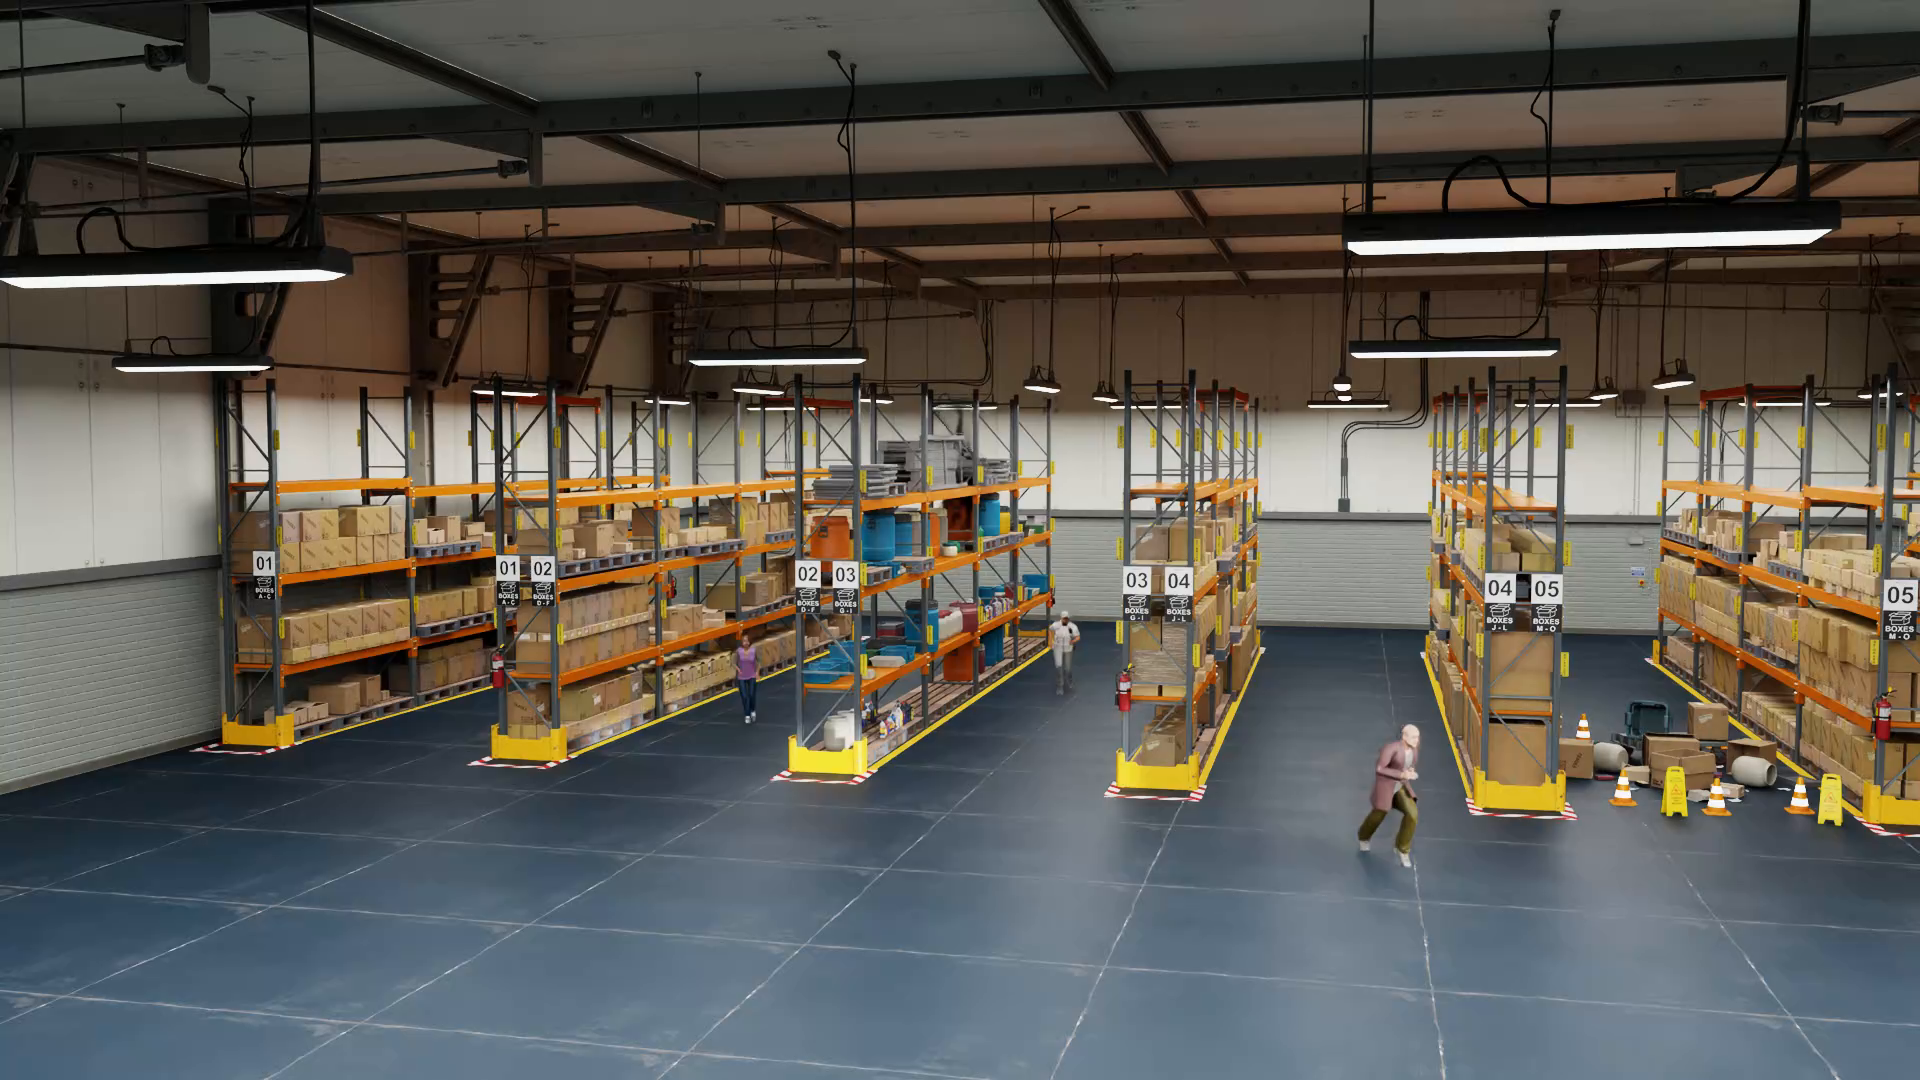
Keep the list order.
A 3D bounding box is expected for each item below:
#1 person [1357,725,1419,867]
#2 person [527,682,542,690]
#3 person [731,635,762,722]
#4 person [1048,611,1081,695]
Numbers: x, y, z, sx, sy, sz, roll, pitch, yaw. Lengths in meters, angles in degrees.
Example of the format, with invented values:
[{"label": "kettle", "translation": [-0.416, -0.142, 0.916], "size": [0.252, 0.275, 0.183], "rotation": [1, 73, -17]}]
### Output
[{"label": "person", "translation": [5.120, 3.005, 19.793], "size": [0.713, 1.737, 1.071], "rotation": [-2, 4, -27]}, {"label": "person", "translation": [-7.589, 2.510, 29.872], "size": [0.736, 1.418, 0.731], "rotation": [0, 3, 5]}, {"label": "person", "translation": [-3.764, 2.453, 29.327], "size": [0.539, 1.566, 0.576], "rotation": [0, 3, -4]}, {"label": "person", "translation": [2.069, 2.218, 32.993], "size": [0.642, 1.669, 0.802], "rotation": [0, 3, 3]}]
